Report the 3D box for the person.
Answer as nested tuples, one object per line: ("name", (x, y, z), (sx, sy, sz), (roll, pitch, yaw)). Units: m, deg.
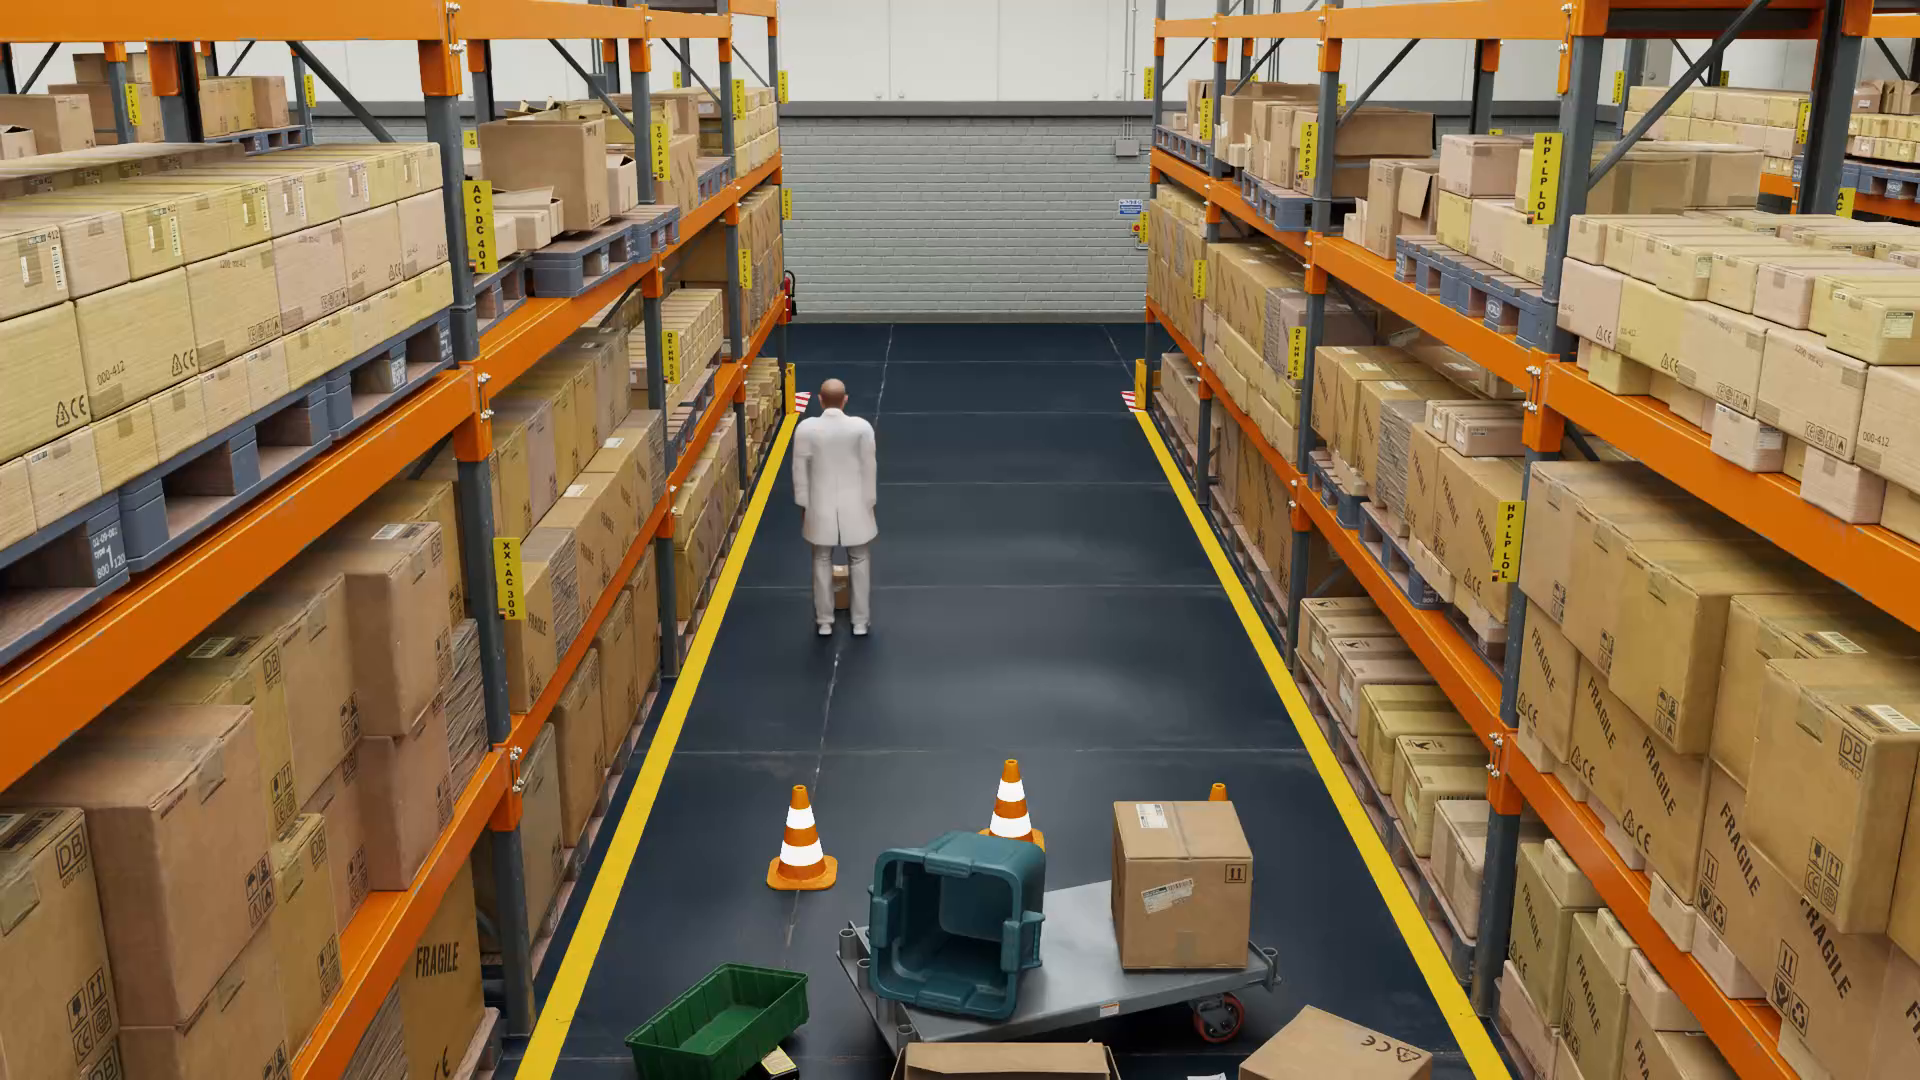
("person", (-0.849, -0.224, 11.354), (0.572, 1.761, 0.378), (0, 17, 0))
